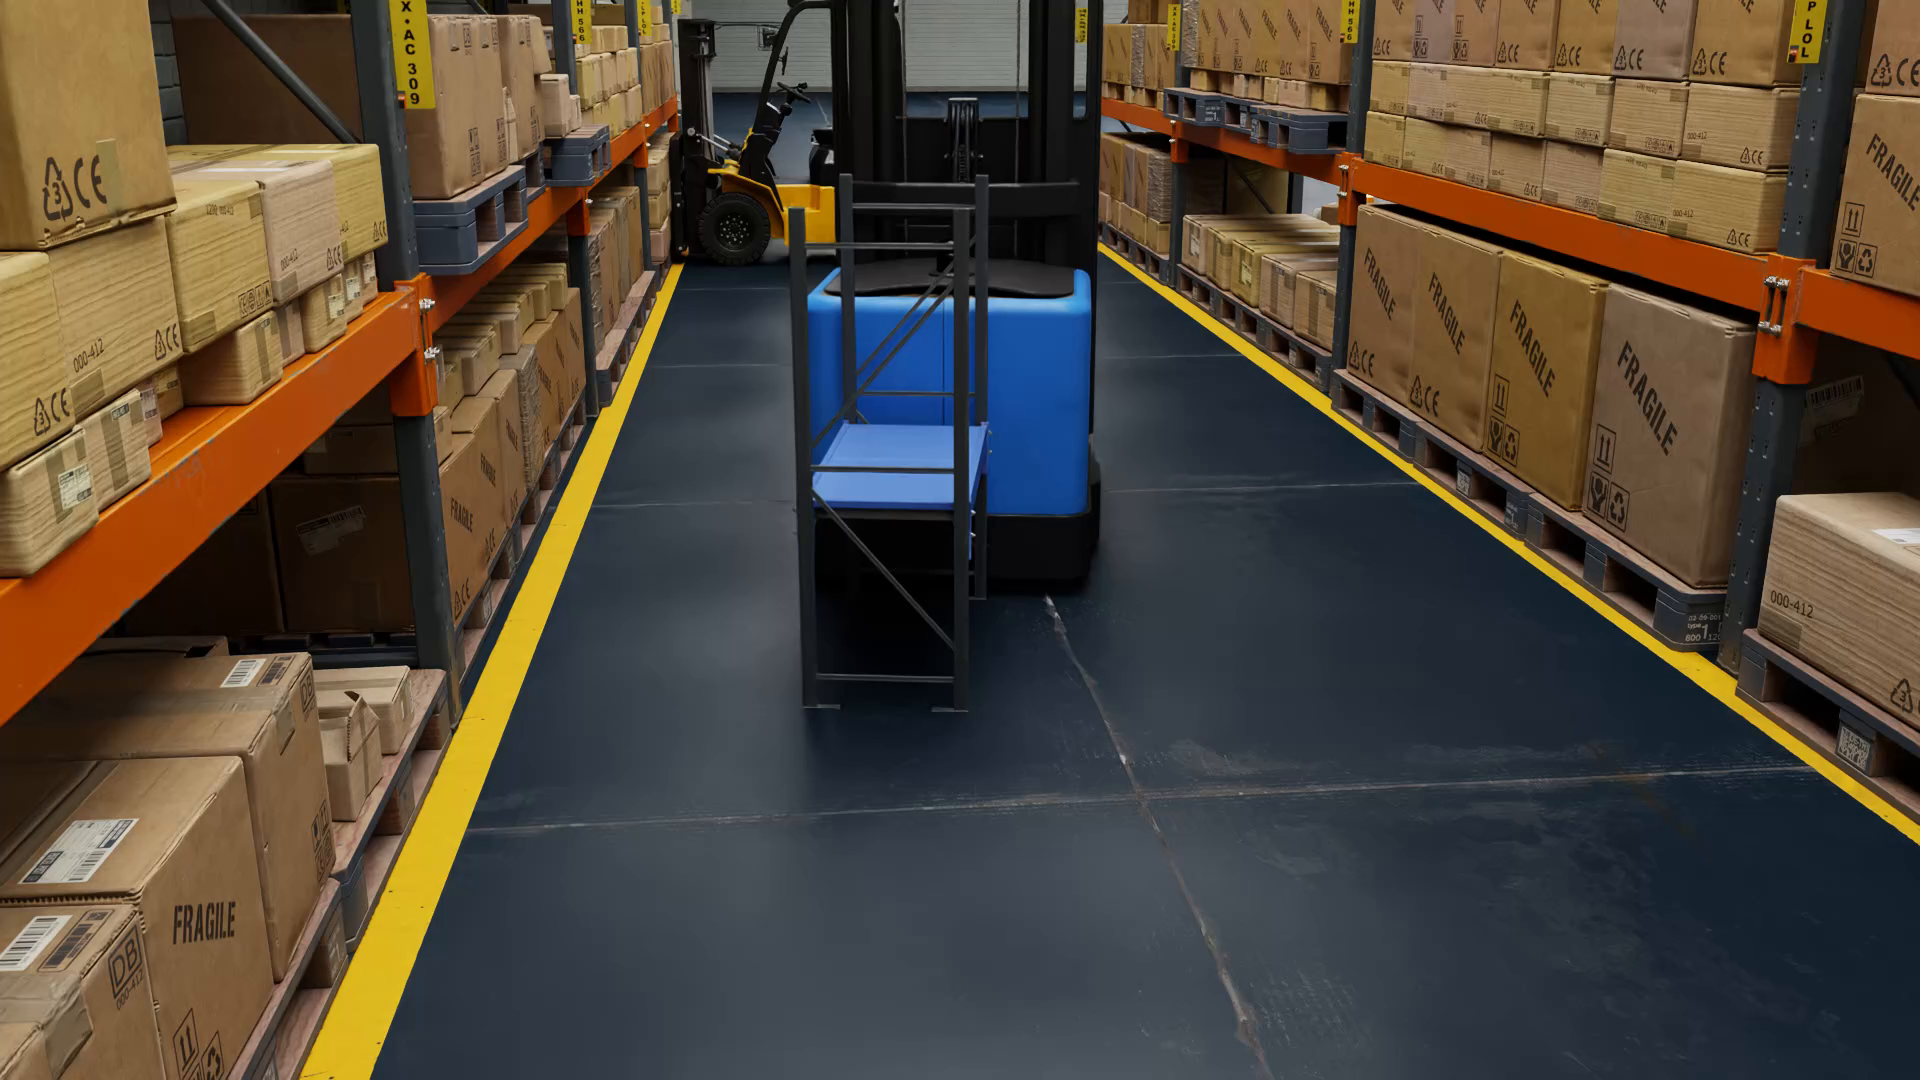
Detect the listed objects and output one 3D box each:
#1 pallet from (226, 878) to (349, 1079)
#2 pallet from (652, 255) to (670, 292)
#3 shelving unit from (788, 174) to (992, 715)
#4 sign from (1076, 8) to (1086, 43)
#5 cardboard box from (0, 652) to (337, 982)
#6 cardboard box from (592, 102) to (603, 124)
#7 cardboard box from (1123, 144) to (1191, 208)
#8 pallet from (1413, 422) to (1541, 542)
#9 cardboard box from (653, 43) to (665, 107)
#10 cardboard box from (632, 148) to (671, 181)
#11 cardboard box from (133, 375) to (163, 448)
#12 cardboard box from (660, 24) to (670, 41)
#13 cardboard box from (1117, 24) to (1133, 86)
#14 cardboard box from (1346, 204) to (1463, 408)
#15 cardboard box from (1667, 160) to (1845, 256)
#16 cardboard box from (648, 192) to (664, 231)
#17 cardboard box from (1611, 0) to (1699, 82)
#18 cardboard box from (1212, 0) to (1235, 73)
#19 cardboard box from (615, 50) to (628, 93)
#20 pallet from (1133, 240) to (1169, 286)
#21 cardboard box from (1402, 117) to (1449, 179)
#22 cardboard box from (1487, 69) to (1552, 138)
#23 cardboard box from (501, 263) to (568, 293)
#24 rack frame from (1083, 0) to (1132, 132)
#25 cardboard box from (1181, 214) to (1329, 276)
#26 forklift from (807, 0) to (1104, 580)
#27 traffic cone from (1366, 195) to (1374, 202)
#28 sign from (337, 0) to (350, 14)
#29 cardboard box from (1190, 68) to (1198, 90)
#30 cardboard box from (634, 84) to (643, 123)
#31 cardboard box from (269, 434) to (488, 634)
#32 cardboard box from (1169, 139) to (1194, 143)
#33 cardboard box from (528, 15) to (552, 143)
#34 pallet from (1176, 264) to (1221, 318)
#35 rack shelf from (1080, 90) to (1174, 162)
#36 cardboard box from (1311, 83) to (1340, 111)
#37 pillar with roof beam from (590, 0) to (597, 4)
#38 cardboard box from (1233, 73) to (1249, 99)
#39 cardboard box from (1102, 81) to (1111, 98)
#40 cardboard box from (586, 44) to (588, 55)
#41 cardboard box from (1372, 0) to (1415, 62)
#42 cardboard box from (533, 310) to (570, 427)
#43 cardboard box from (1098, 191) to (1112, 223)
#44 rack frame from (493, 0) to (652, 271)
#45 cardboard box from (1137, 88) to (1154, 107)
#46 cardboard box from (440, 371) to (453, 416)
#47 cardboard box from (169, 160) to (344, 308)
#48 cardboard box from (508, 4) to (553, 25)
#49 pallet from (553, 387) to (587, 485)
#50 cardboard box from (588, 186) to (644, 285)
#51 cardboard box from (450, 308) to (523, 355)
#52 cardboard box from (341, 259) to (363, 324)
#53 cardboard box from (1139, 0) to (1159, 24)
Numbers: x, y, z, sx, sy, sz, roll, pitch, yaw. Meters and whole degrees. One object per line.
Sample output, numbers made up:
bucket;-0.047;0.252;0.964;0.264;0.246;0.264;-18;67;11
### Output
pallet;-1.786;1.030;3.045;1.003;0.211;1.213;-2;18;-6
pallet;-2.850;-2.161;13.208;1.003;0.211;1.213;-2;18;-6
shelving unit;-0.190;-0.352;5.293;0.538;1.500;1.048;1;17;4
sign;1.175;-4.996;16.137;0.100;0.325;0.005;-2;18;-6
cardboard box;-1.697;0.564;3.345;0.700;0.500;0.500;-2;18;-8
cardboard box;-2.247;-2.280;9.181;0.500;0.250;0.500;-2;18;-7
cardboard box;1.691;-3.125;14.262;0.500;0.500;0.500;-1;17;-3
pallet;2.669;-0.286;7.235;1.003;0.211;1.213;-2;18;-6
cardboard box;-2.750;-3.897;13.916;0.500;0.500;0.500;-2;18;-5
cardboard box;-2.653;-3.073;13.678;0.500;0.250;0.500;-1;17;-4
cardboard box;-1.559;-0.202;2.734;0.380;0.149;0.250;-2;18;-6
cardboard box;-2.852;-4.632;15.175;0.380;0.149;0.250;-1;17;-5
cardboard box;1.658;-4.182;14.327;0.500;0.500;0.500;-2;18;-7
cardboard box;2.528;-1.194;8.319;0.875;0.875;0.875;-2;18;-6
cardboard box;2.655;-1.079;5.355;0.500;0.250;0.500;-2;18;-7
cardboard box;-2.553;-2.534;12.795;0.500;0.250;0.500;-2;18;-6
cardboard box;2.596;-1.828;5.657;0.500;0.500;0.500;-1;17;-5
cardboard box;1.980;-3.352;10.982;0.500;0.500;0.500;-2;18;-6
cardboard box;-2.398;-2.976;10.565;0.500;0.250;0.500;-1;17;-5
pallet;2.023;-2.276;13.575;1.003;0.211;1.213;-2;18;-6
cardboard box;2.410;-1.838;7.776;0.500;0.250;0.500;-2;18;-7
cardboard box;2.477;-1.770;6.723;0.500;0.250;0.500;-1;17;-5
cardboard box;-2.094;-1.239;8.006;0.380;0.149;0.250;-3;18;-8
rack frame;1.715;-4.599;16.320;1.000;3.000;0.127;-2;18;-6
cardboard box;2.184;-2.198;12.357;0.950;0.372;0.625;-2;17;-5
forklift;0.045;-1.646;7.028;1.130;2.935;3.031;1;17;4
traffic cone;4.111;-3.436;16.851;0.336;0.463;0.334;-2;18;-6
sign;-2.949;-2.596;8.005;0.100;0.325;0.005;-2;18;-6
cardboard box;1.870;-3.314;11.943;0.380;0.149;0.250;-2;17;-5
cardboard box;-2.498;-3.040;11.602;0.500;0.250;0.500;-1;17;-4
cardboard box;-1.811;-0.029;5.233;0.500;0.500;0.500;-1;17;-3
cardboard box;2.159;-3.309;14.847;0.500;0.500;0.500;-2;18;-7
cardboard box;-2.045;-1.831;6.627;0.797;0.503;0.637;-2;18;-7
pallet;2.209;-1.845;12.203;1.003;0.211;1.213;-2;18;-6
rack shelf;1.921;-3.660;14.530;1.077;0.370;4.000;-2;18;-6
cardboard box;2.172;-2.465;9.238;0.380;0.149;0.250;-2;17;-5
pillar with roof beam;-0.384;-8.993;20.297;9.100;9.000;0.400;-2;18;-6
cardboard box;1.977;-2.925;10.703;0.380;0.149;0.250;-1;17;-4
cardboard box;1.511;-4.139;15.271;0.380;0.149;0.250;-2;17;-5
cardboard box;-2.218;-2.678;8.950;0.380;0.149;0.250;-1;17;-4
cardboard box;2.347;-2.586;8.071;0.500;0.500;0.500;-2;18;-7
cardboard box;-2.099;-0.801;7.691;0.500;0.500;0.500;-2;18;-6
cardboard box;1.568;-3.087;15.391;0.500;0.250;0.500;-1;17;-4
rack frame;-2.810;-3.253;12.032;1.000;3.000;0.127;-2;18;-6
cardboard box;1.683;-3.677;13.800;0.380;0.149;0.250;-2;18;-6
cardboard box;-1.900;-0.458;5.518;0.380;0.149;0.250;-3;18;-9
cardboard box;-1.623;-0.647;3.484;0.500;0.250;0.500;-2;18;-5
cardboard box;-3.143;-3.838;12.148;0.380;0.149;0.250;-2;18;-6
pallet;-2.358;-0.507;7.941;1.003;0.211;1.213;-2;18;-6
cardboard box;-2.745;-2.166;11.831;0.875;0.625;0.625;-1;17;-3
cardboard box;-1.985;-0.844;6.745;0.380;0.149;0.250;-3;18;-8
cardboard box;-1.652;-0.586;3.955;0.380;0.149;0.250;-1;17;-4
cardboard box;2.029;-4.970;15.166;0.700;0.500;0.500;-2;18;-5
